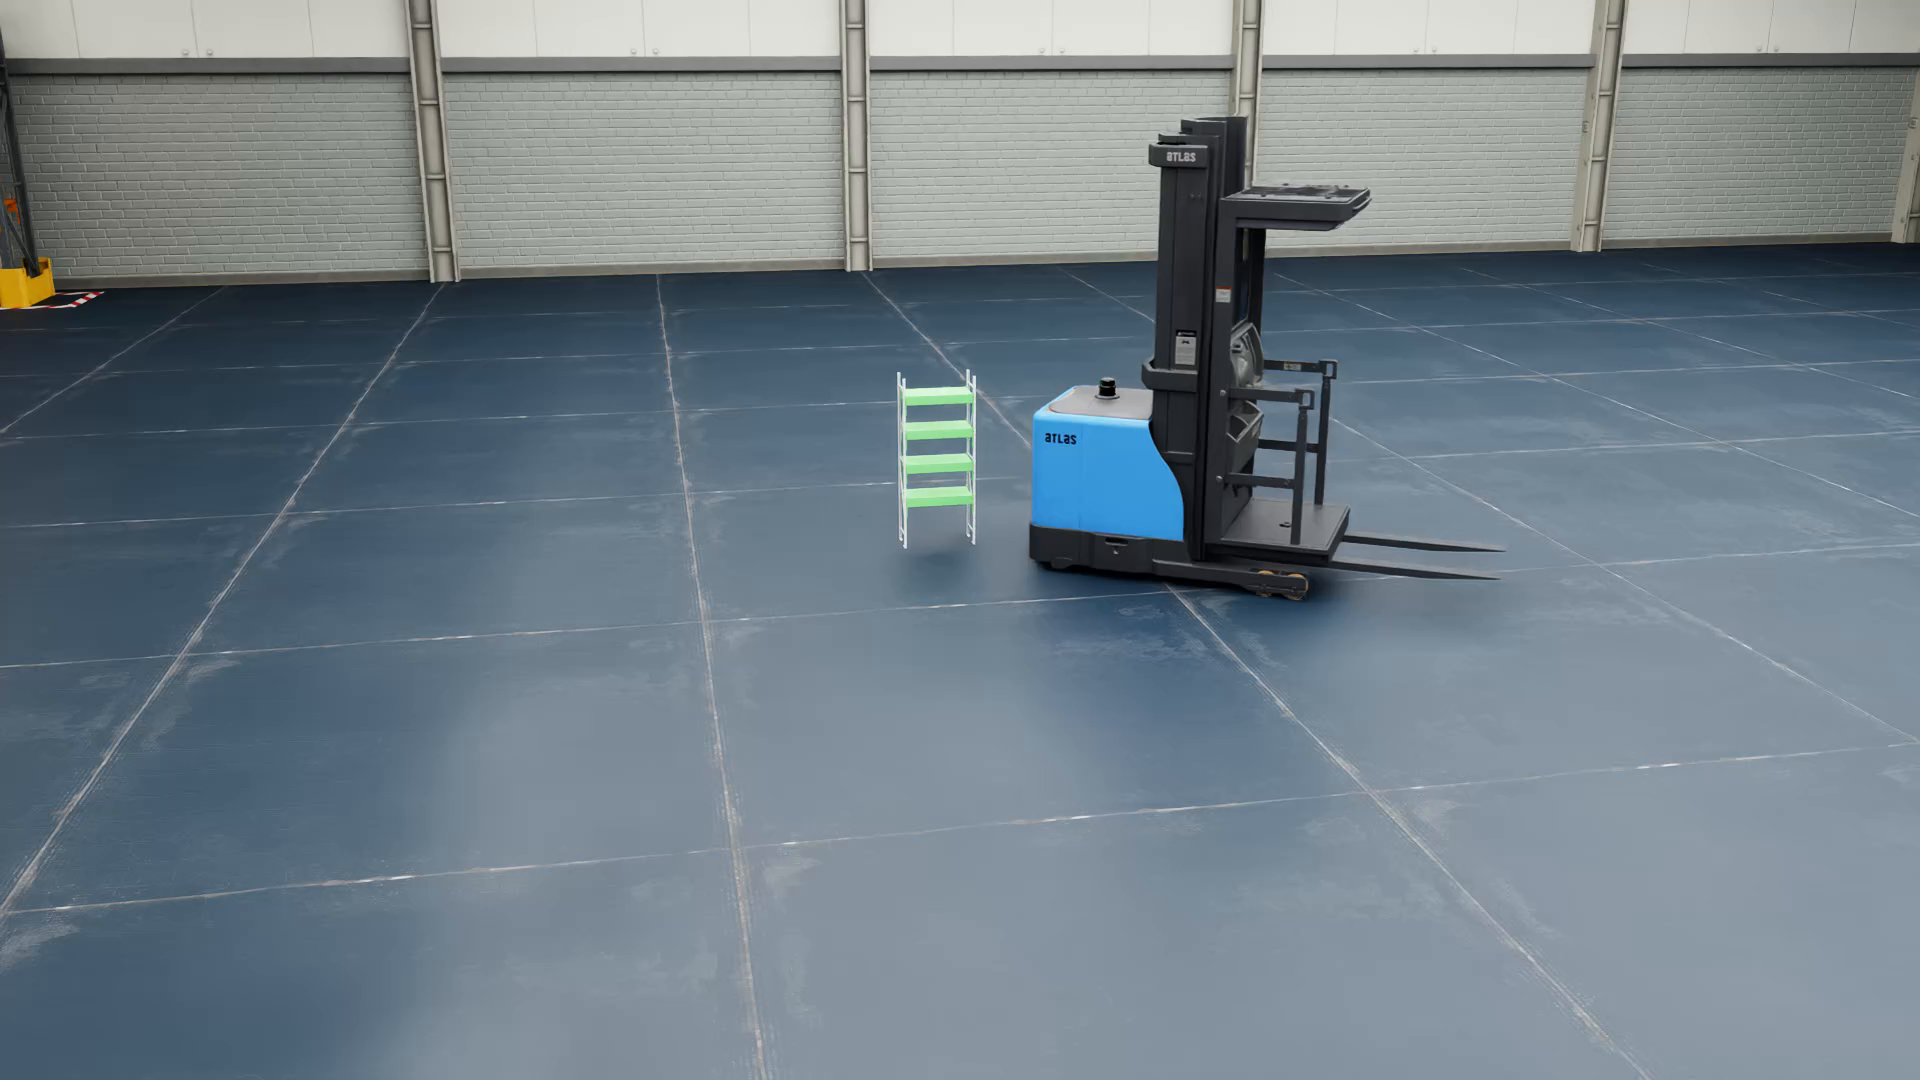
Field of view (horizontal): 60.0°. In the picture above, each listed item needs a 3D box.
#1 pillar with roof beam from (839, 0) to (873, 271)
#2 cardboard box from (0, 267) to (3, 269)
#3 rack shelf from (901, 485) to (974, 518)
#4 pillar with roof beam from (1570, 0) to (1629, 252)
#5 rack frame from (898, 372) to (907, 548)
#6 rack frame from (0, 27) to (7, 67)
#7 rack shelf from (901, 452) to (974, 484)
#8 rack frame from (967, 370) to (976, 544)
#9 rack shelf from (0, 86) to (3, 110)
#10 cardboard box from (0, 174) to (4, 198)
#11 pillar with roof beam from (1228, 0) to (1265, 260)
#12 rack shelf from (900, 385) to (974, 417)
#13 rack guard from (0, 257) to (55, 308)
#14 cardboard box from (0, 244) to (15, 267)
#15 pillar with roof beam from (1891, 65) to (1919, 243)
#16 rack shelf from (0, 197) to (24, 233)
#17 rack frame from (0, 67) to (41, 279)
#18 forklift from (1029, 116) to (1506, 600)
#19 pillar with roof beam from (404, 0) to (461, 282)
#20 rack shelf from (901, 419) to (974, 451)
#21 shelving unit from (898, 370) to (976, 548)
[{"bbox_3d":[-0.716,-7.142,19.738,0.400,9.000,9.100,-3,17,-10],"label":"pillar with roof beam"},{"bbox_3d":[-12.980,-3.541,22.200,0.500,0.250,0.500,-3,17,-10],"label":"cardboard box"},{"bbox_3d":[-0.163,-0.274,11.695,0.480,0.148,0.258,-3,17,-10],"label":"rack shelf"},{"bbox_3d":[11.066,-7.810,21.914,0.400,9.000,9.100,-3,17,-10],"label":"pillar with roof beam"},{"bbox_3d":[-0.402,-0.551,11.561,0.015,1.200,0.240,-3,17,-10],"label":"rack frame"},{"bbox_3d":[-12.461,-7.494,20.883,0.127,3.000,1.000,-3,17,-10],"label":"rack frame"},{"bbox_3d":[-0.163,-0.503,11.624,0.480,0.148,0.258,-3,17,-10],"label":"rack shelf"},{"bbox_3d":[0.077,-0.578,11.650,0.015,1.200,0.240,-3,17,-10],"label":"rack frame"},{"bbox_3d":[-14.424,-5.604,21.066,4.000,0.370,1.077,-3,17,-10],"label":"rack shelf"},{"bbox_3d":[-13.000,-4.726,21.919,0.500,0.500,0.500,-3,17,-9],"label":"cardboard box"},{"bbox_3d":[5.175,-7.476,20.826,0.400,9.000,9.100,-3,17,-10],"label":"pillar with roof beam"},{"bbox_3d":[-0.163,-0.962,11.483,0.480,0.148,0.258,-3,17,-10],"label":"rack shelf"},{"bbox_3d":[-12.437,-3.432,22.135,0.348,0.500,1.175,-3,17,-10],"label":"rack guard"},{"bbox_3d":[-12.962,-3.785,22.142,0.500,0.250,0.500,-3,17,-9],"label":"cardboard box"},{"bbox_3d":[16.957,-8.144,23.002,0.400,9.000,9.100,-3,17,-10],"label":"pillar with roof beam"},{"bbox_3d":[-14.424,-4.170,21.506,4.000,0.370,1.077,-3,17,-10],"label":"rack shelf"},{"bbox_3d":[-12.461,-4.626,21.763,0.127,3.000,1.000,-3,17,-10],"label":"rack frame"},{"bbox_3d":[2.038,-1.195,10.709,3.031,2.935,1.130,6,18,19],"label":"forklift"},{"bbox_3d":[-6.607,-6.808,18.650,0.400,9.000,9.100,-3,17,-10],"label":"pillar with roof beam"},{"bbox_3d":[-0.163,-0.733,11.554,0.480,0.148,0.258,-3,17,-10],"label":"rack shelf"},{"bbox_3d":[-0.163,-0.564,11.606,0.503,1.200,0.258,-3,17,-10],"label":"shelving unit"}]
